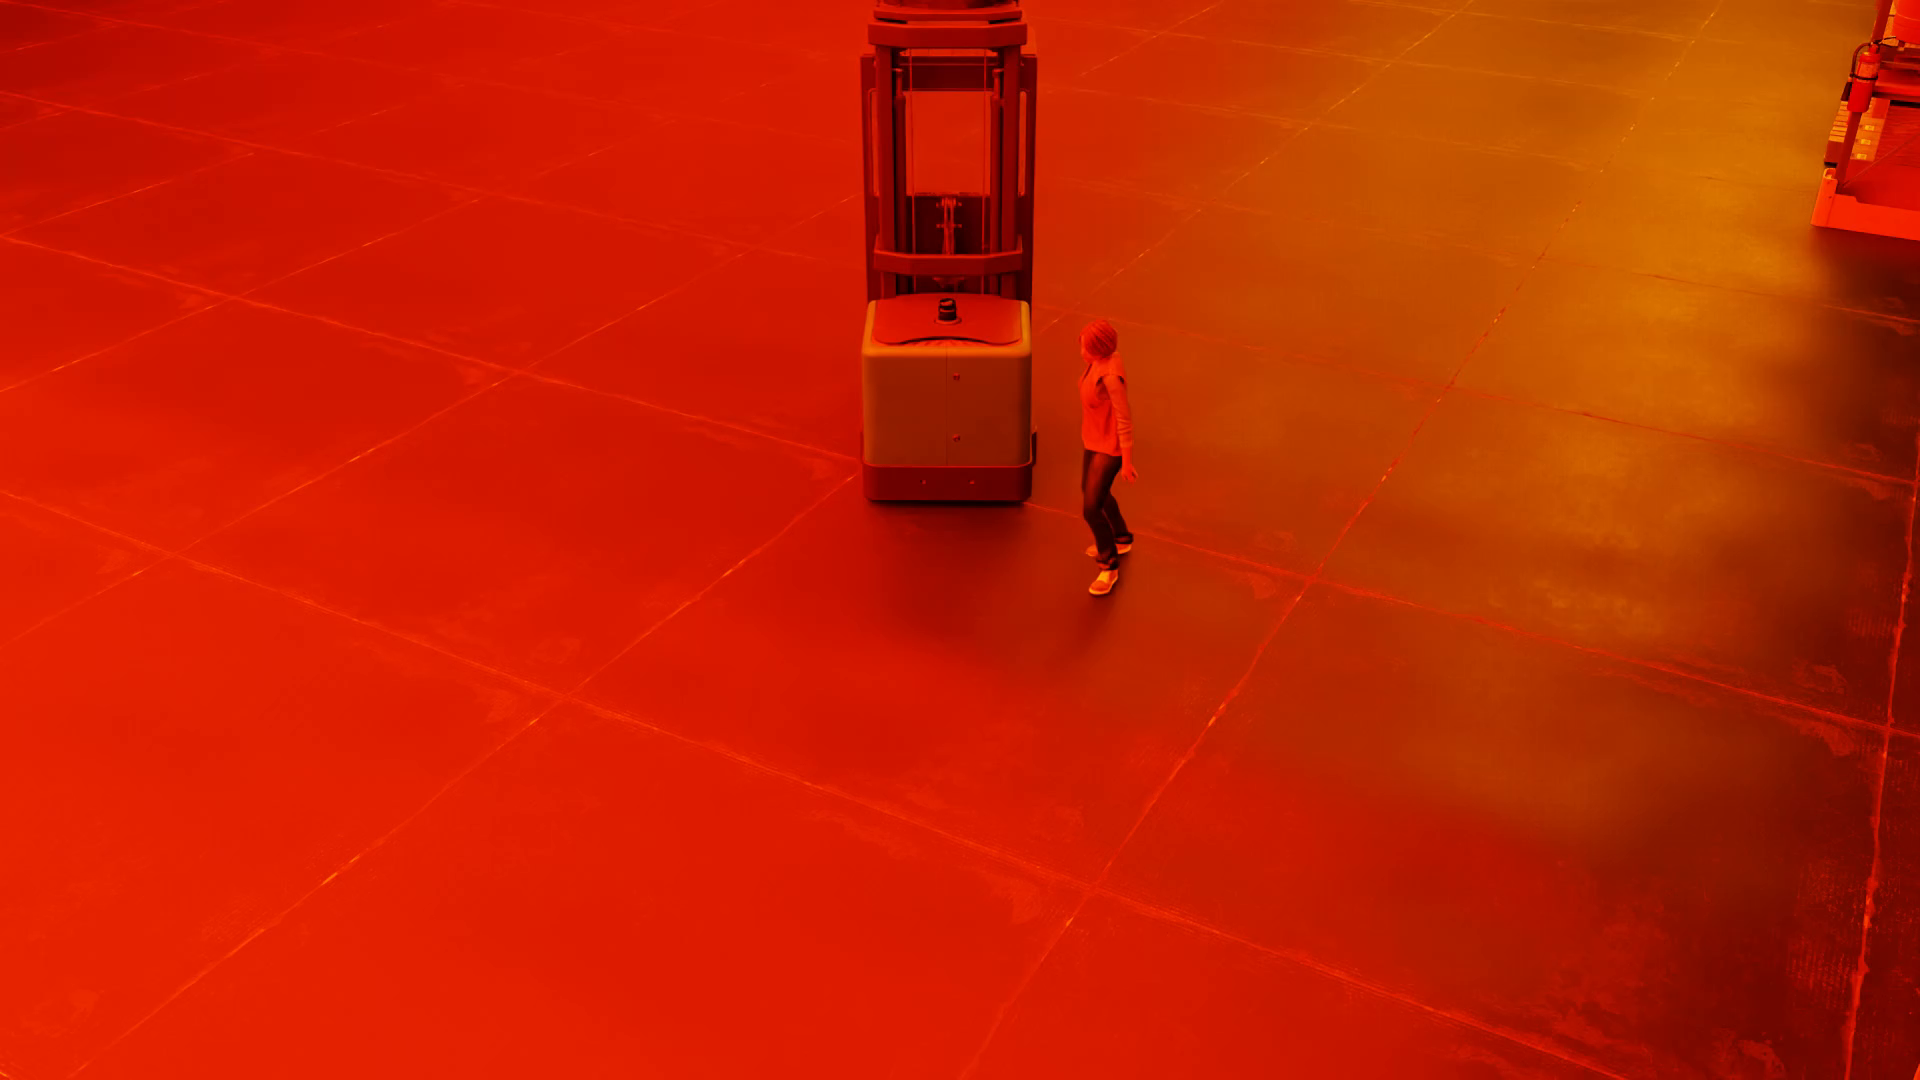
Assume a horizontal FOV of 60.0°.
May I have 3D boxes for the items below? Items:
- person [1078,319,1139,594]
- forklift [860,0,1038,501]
[{"bbox_3d":[0.835,-0.525,9.378,0.401,1.570,0.740,-3,30,-5],"label":"person"},{"bbox_3d":[-0.067,-2.207,10.894,1.130,2.935,3.031,0,30,0],"label":"forklift"}]
